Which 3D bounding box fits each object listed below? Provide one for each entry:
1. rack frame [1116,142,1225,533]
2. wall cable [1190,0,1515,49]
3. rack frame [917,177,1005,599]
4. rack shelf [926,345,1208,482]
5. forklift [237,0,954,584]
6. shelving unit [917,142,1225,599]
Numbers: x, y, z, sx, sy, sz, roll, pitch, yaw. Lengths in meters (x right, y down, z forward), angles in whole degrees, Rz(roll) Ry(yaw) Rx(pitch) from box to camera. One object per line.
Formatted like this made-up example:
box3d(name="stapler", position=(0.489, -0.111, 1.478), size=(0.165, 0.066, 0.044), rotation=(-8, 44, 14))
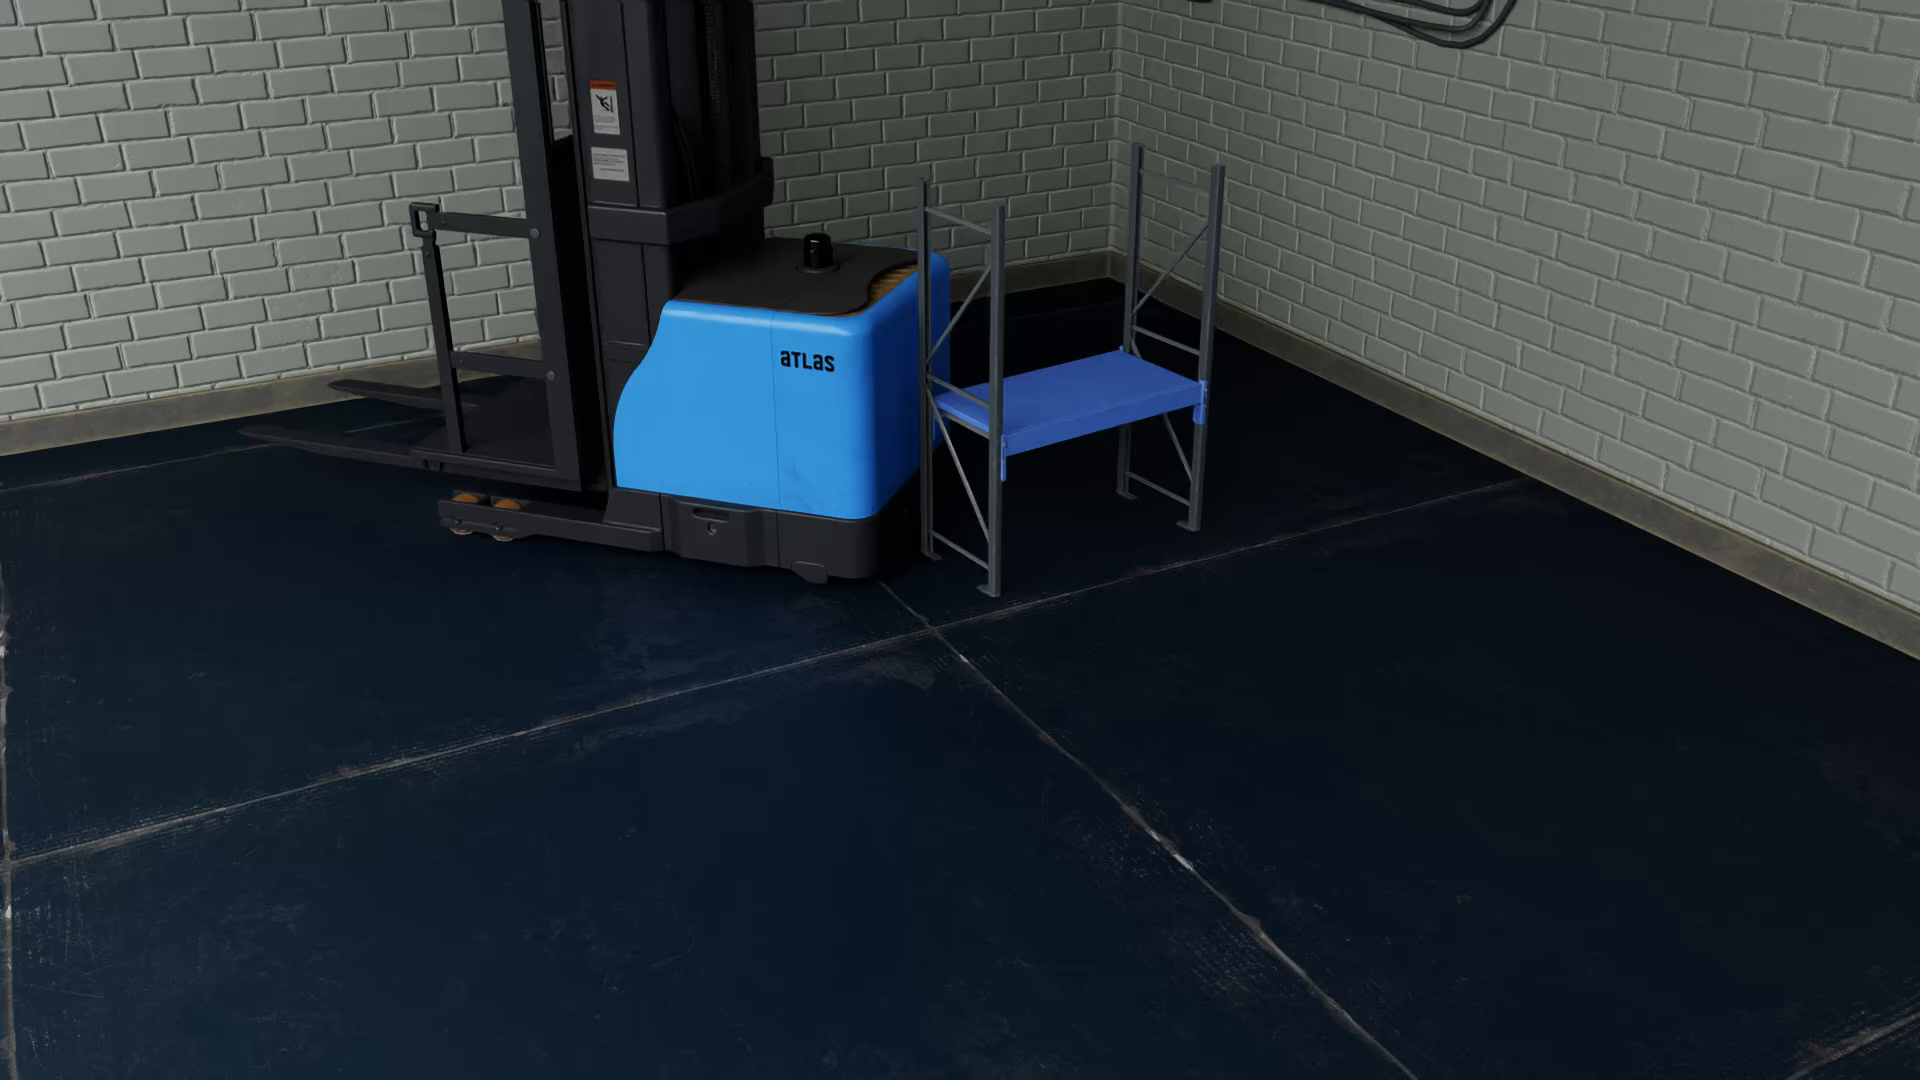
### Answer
box3d(name="rack frame", position=(0.831, -0.799, 6.681), size=(0.032, 1.500, 0.500), rotation=(-17, 30, -31))
box3d(name="wall cable", position=(1.556, -3.693, 7.633), size=(0.112, 2.526, 3.097), rotation=(-13, 29, -25))
box3d(name="rack frame", position=(-0.001, -0.546, 6.154), size=(0.032, 1.500, 0.500), rotation=(-17, 30, -31))
box3d(name="rack shelf", position=(0.415, -0.510, 6.496), size=(1.000, 0.185, 0.538), rotation=(-17, 30, -31))
box3d(name="forklift", position=(-1.600, -1.521, 6.531), size=(3.031, 2.935, 1.130), rotation=(8, 27, 17))
box3d(name="shelving unit", position=(0.415, -0.672, 6.418), size=(1.048, 1.500, 0.538), rotation=(-17, 30, -31))
